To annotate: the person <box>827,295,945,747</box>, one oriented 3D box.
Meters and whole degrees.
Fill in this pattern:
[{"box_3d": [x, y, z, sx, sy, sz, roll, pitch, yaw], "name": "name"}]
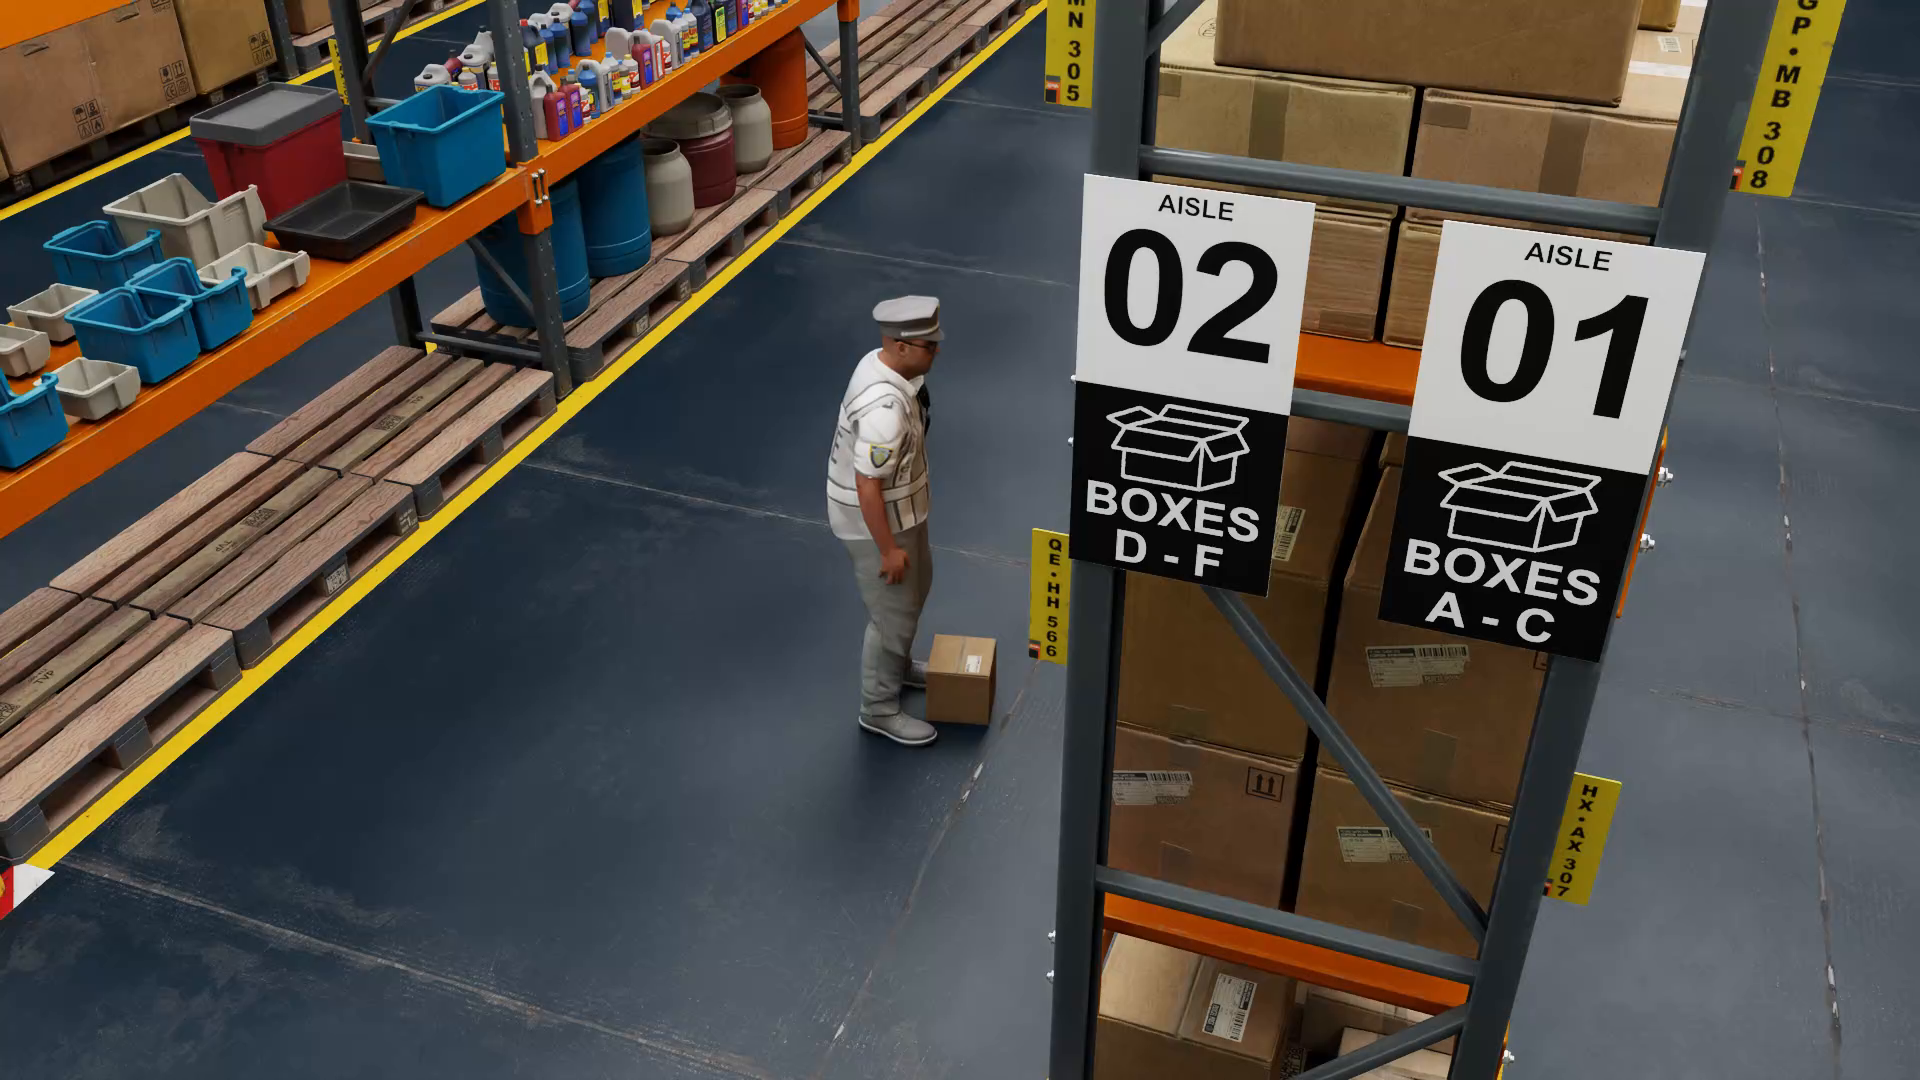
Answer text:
[{"box_3d": [-0.269, -0.091, 6.273, 0.437, 1.747, 0.600, 4, 33, 5], "name": "person"}]
